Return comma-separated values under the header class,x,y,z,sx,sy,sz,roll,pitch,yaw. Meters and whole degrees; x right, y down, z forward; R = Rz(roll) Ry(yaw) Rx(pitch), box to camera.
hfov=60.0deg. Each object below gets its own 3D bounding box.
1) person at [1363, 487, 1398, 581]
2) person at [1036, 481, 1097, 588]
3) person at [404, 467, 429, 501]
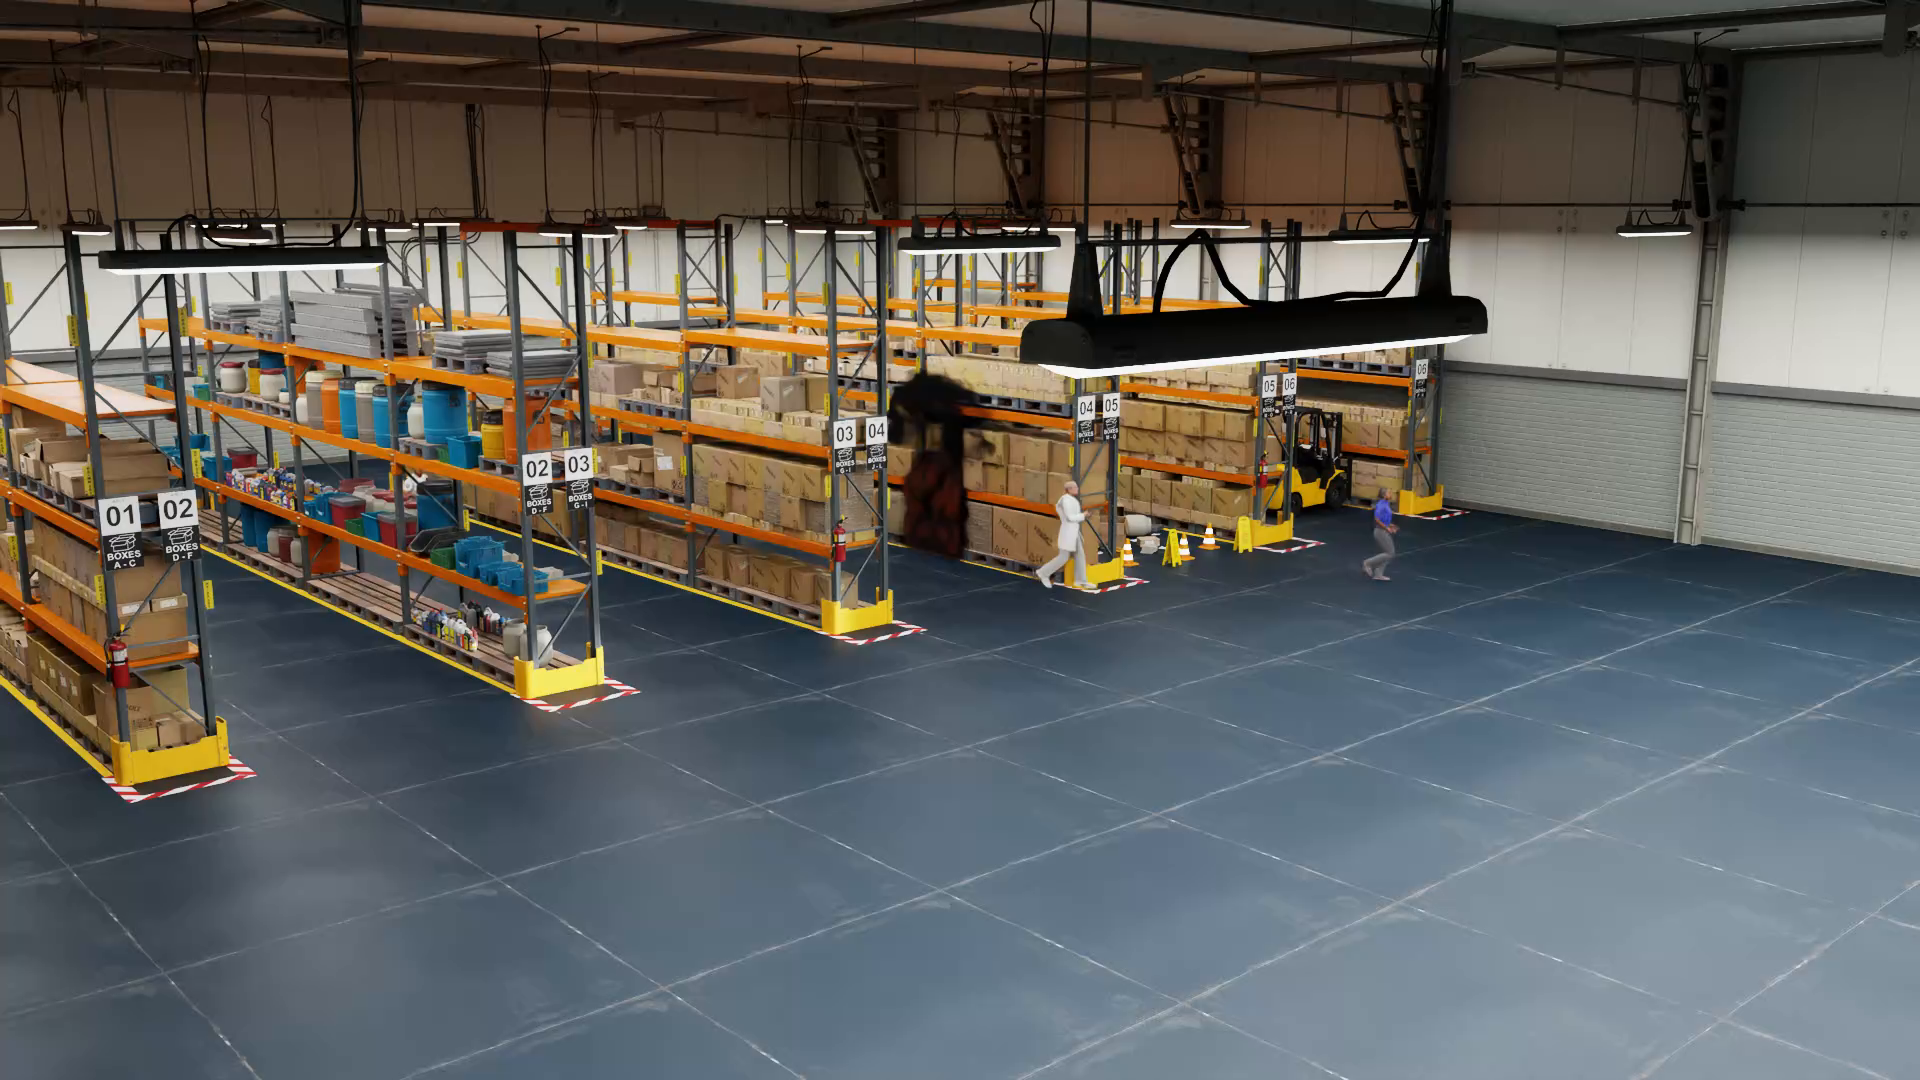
class,x,y,z,sx,sy,sz,roll,pitch,yaw
person,7.179,-0.105,28.340,0.558,1.613,0.556,3,12,13
person,1.746,-0.086,27.109,0.990,1.778,0.711,2,12,11
person,-10.053,-0.653,30.990,0.750,1.627,0.617,10,15,41
